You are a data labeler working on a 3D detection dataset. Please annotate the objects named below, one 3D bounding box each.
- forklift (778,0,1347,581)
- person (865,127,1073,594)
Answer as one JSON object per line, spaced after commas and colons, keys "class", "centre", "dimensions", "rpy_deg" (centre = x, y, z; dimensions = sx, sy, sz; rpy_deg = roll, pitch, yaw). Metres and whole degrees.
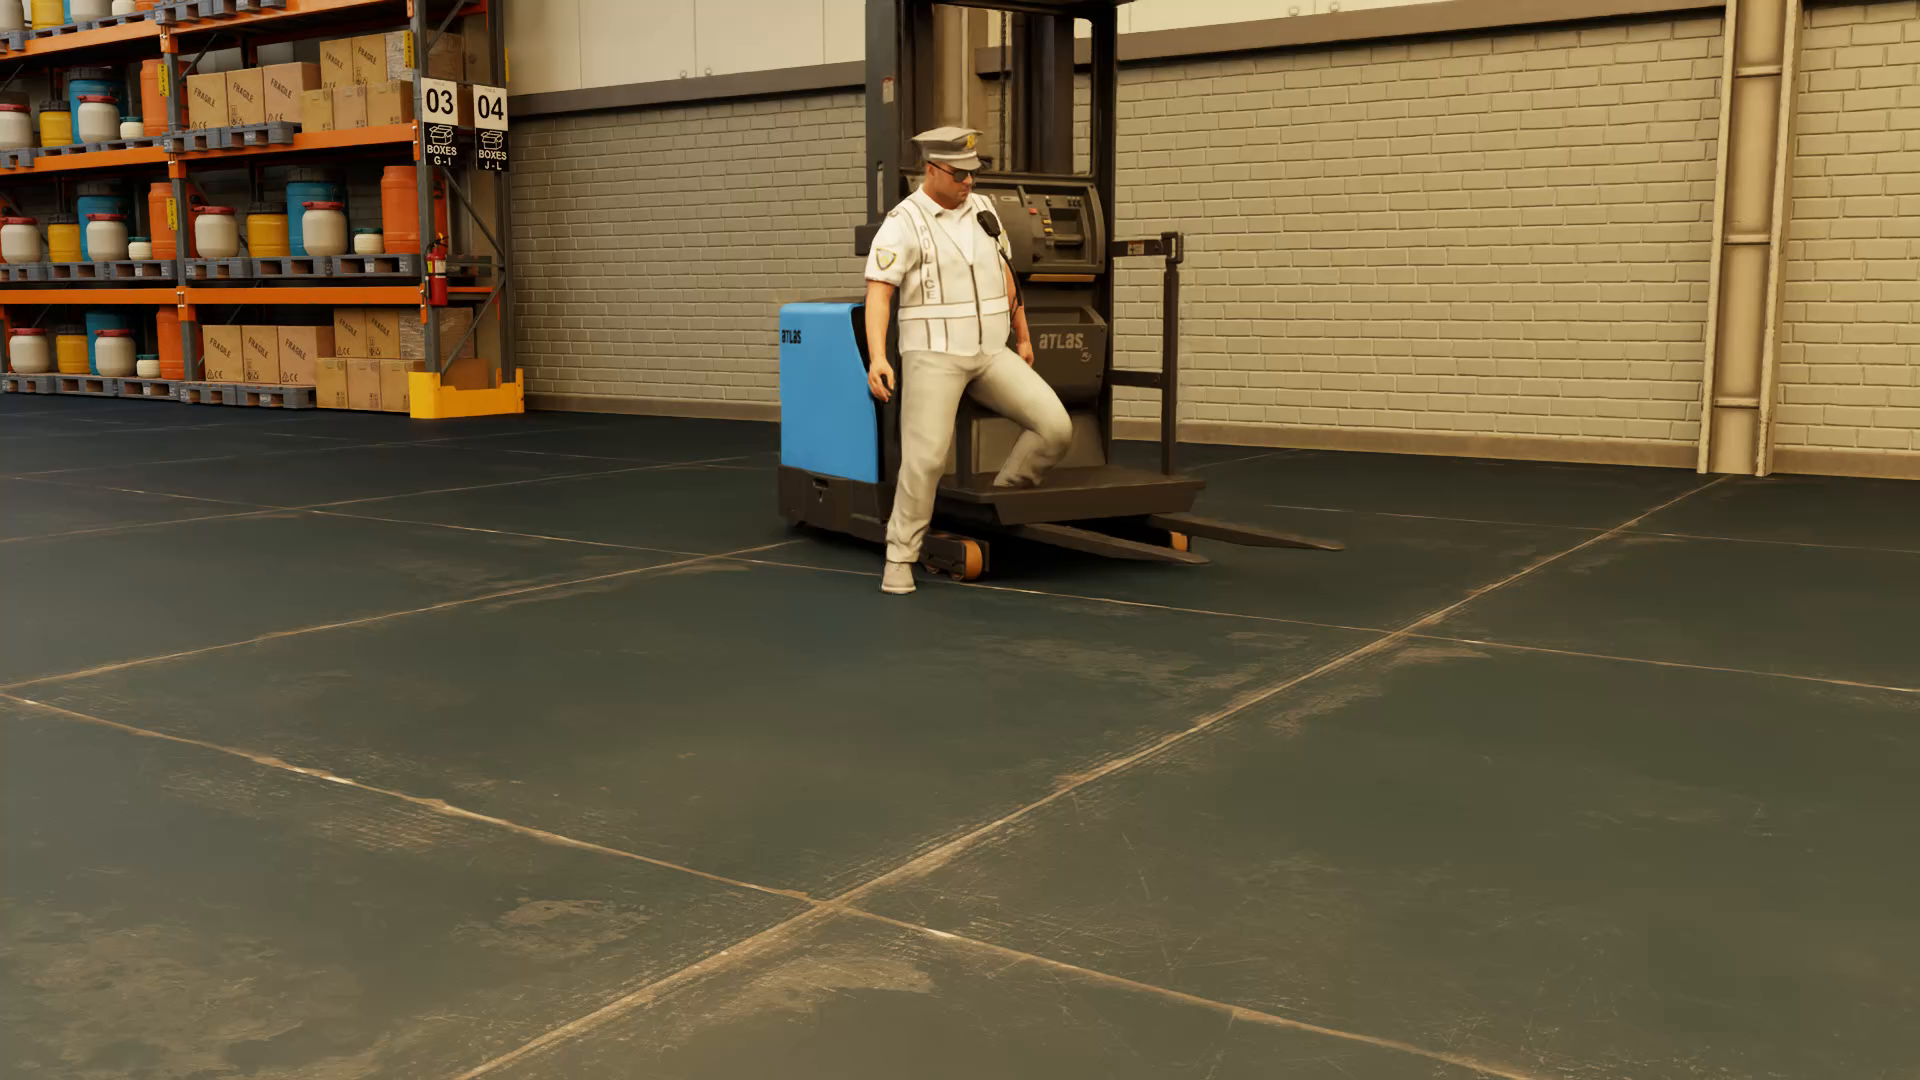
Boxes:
{"class": "forklift", "centre": [0.309, -1.363, 6.779], "dimensions": [1.130, 2.935, 3.031], "rpy_deg": [-5, 9, -30]}
{"class": "person", "centre": [0.007, -0.678, 6.296], "dimensions": [0.864, 1.717, 0.513], "rpy_deg": [-5, 9, -31]}
